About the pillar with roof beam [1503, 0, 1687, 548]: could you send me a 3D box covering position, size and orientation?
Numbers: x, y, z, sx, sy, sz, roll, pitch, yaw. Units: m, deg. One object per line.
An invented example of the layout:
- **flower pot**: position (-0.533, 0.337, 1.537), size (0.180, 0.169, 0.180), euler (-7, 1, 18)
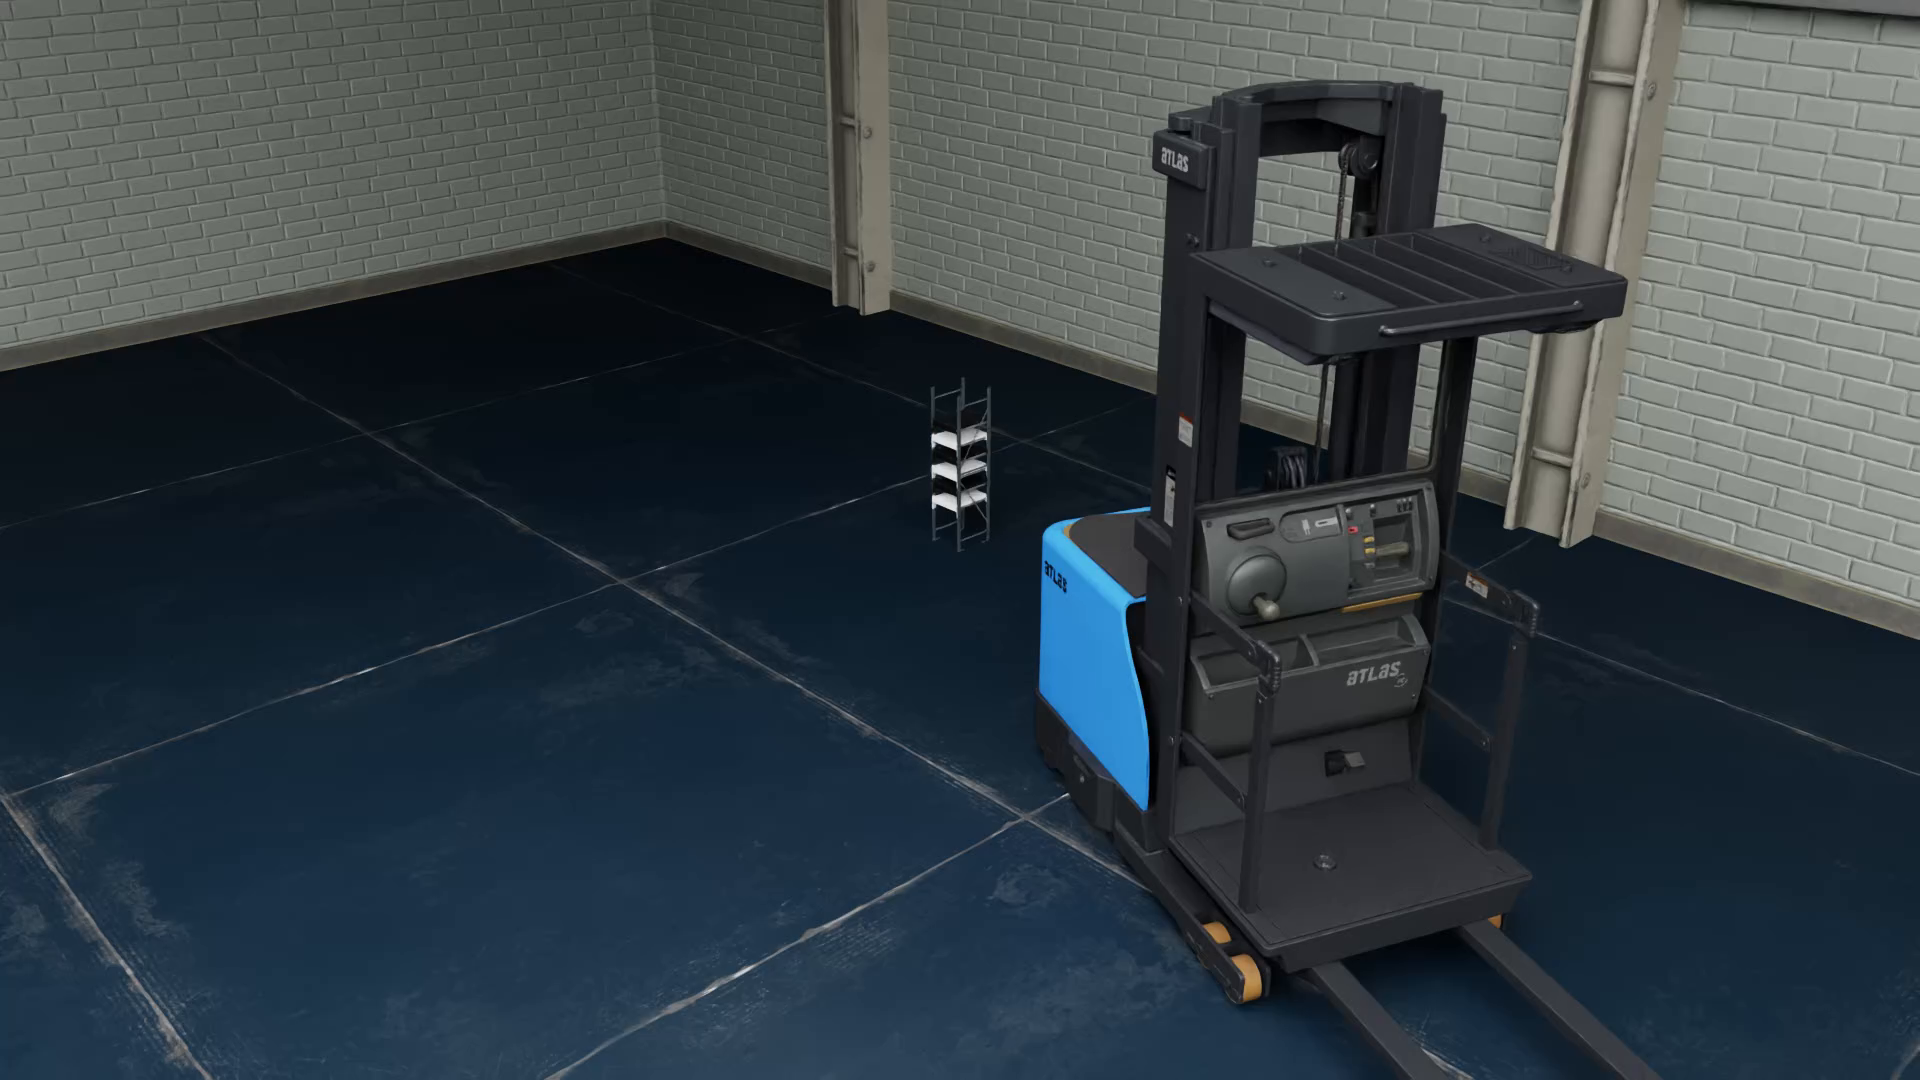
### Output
- **pillar with roof beam**: position (0.175, -2.929, 4.828), size (9.100, 9.000, 0.400), euler (-21, 32, -38)

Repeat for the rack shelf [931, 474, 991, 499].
- **rack shelf**: position (0.006, -0.295, 9.109), size (0.258, 0.077, 0.200), euler (-21, 32, -38)

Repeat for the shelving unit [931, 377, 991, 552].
- **shelving unit**: position (0.006, -0.407, 9.058), size (0.258, 0.900, 0.210), euler (-21, 32, -38)

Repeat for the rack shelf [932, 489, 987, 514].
- **rack shelf**: position (0.006, -0.213, 9.146), size (0.258, 0.077, 0.200), euler (-21, 32, -38)

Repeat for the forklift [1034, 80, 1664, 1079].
- **forklift**: position (1.333, 0.068, 5.569), size (1.130, 2.935, 3.031), euler (-9, 26, -20)

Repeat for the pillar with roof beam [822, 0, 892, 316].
- **pillar with roof beam**: position (-3.926, -4.747, 8.813), size (9.100, 9.000, 0.400), euler (-21, 32, -38)

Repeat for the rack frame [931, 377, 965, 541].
- **rack frame**: position (-0.064, -0.438, 9.125), size (0.240, 0.900, 0.006), euler (-21, 32, -38)

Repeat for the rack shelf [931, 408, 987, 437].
- **rack shelf**: position (0.006, -0.622, 8.960), size (0.258, 0.077, 0.200), euler (-21, 32, -38)

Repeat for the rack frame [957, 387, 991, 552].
- **rack frame**: position (0.075, -0.376, 8.990), size (0.240, 0.900, 0.006), euler (-21, 32, -38)

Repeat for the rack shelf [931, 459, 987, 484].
- **rack shelf**: position (0.006, -0.377, 9.072), size (0.258, 0.077, 0.200), euler (-21, 32, -38)

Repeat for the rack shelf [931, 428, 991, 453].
- **rack shelf**: position (0.006, -0.540, 8.997), size (0.258, 0.077, 0.200), euler (-21, 32, -38)

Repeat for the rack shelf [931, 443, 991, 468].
- **rack shelf**: position (0.006, -0.459, 9.034), size (0.258, 0.077, 0.200), euler (-21, 32, -38)
